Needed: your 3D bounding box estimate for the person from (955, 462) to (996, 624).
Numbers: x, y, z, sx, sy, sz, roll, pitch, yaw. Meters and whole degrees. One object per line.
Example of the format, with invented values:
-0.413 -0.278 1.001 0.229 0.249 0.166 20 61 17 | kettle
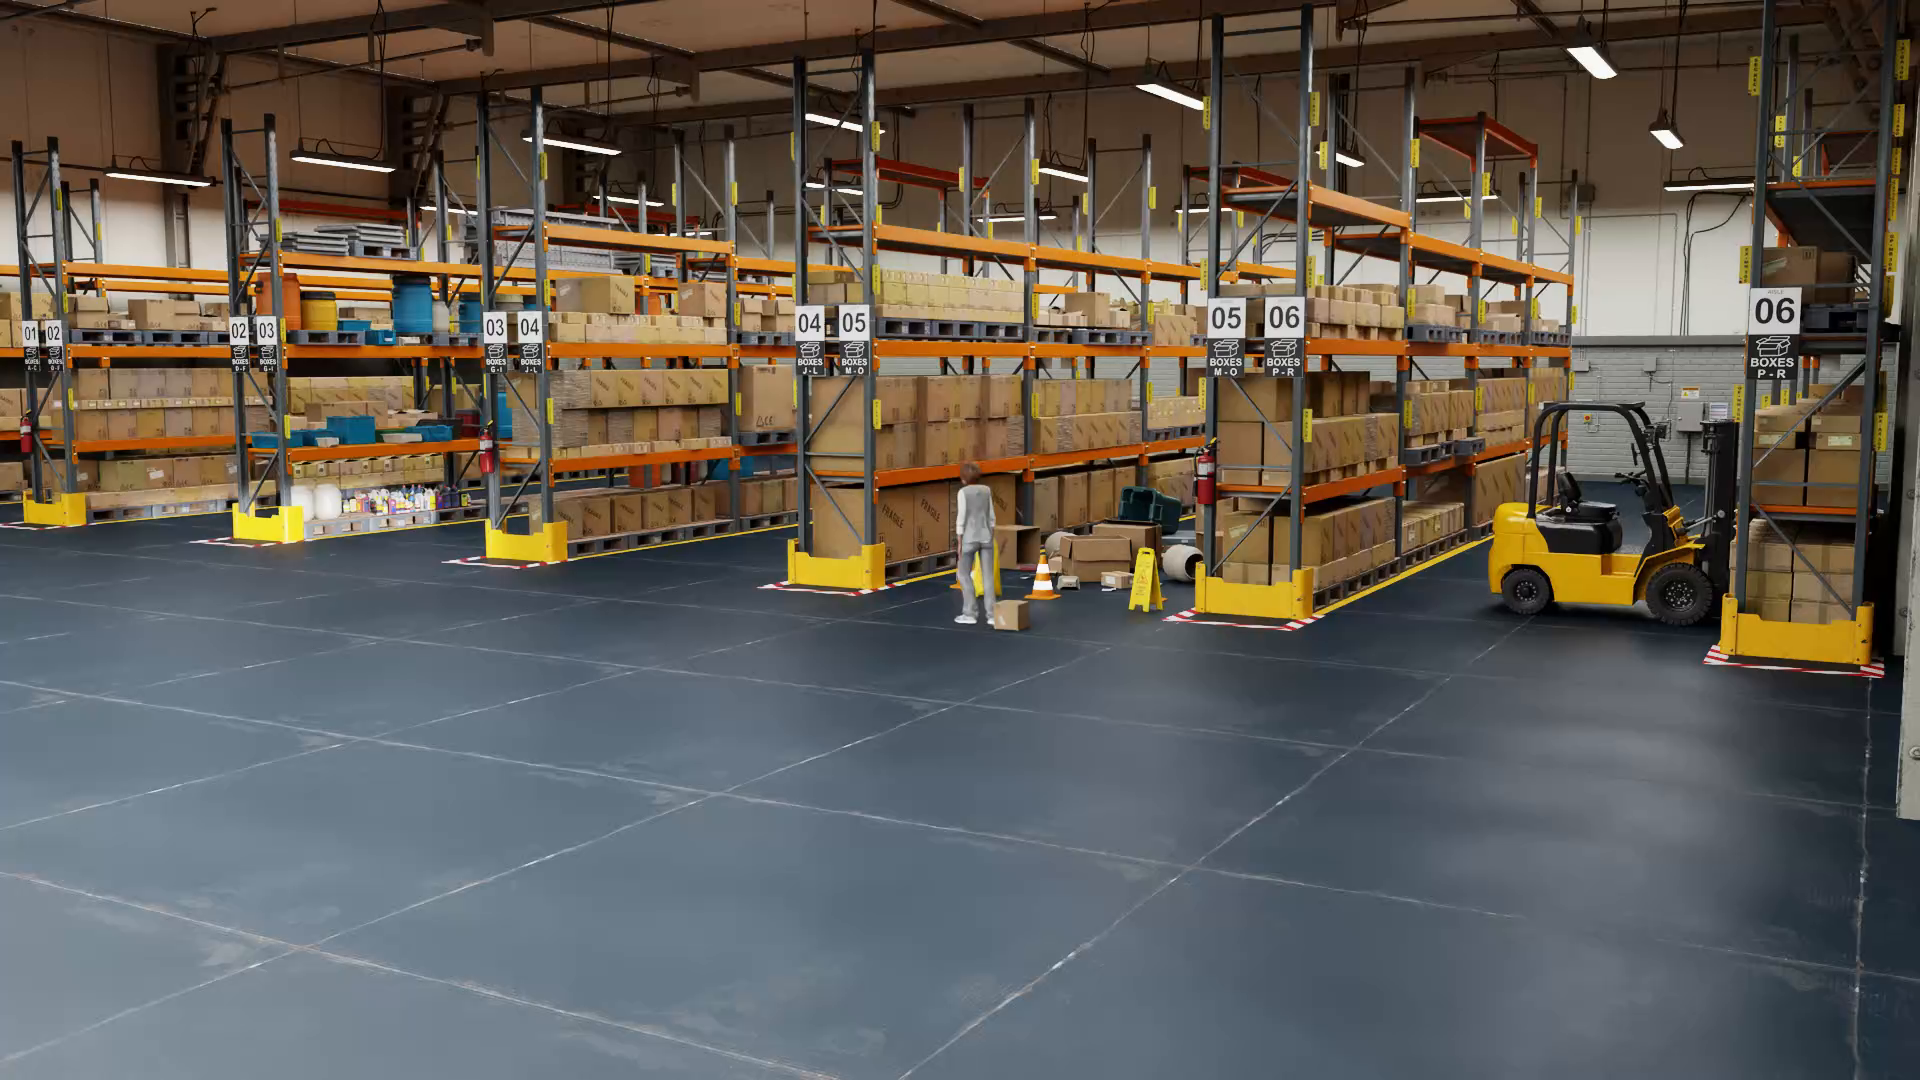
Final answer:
0.171 0.041 16.202 0.452 1.590 0.513 -3 7 -25 | person
